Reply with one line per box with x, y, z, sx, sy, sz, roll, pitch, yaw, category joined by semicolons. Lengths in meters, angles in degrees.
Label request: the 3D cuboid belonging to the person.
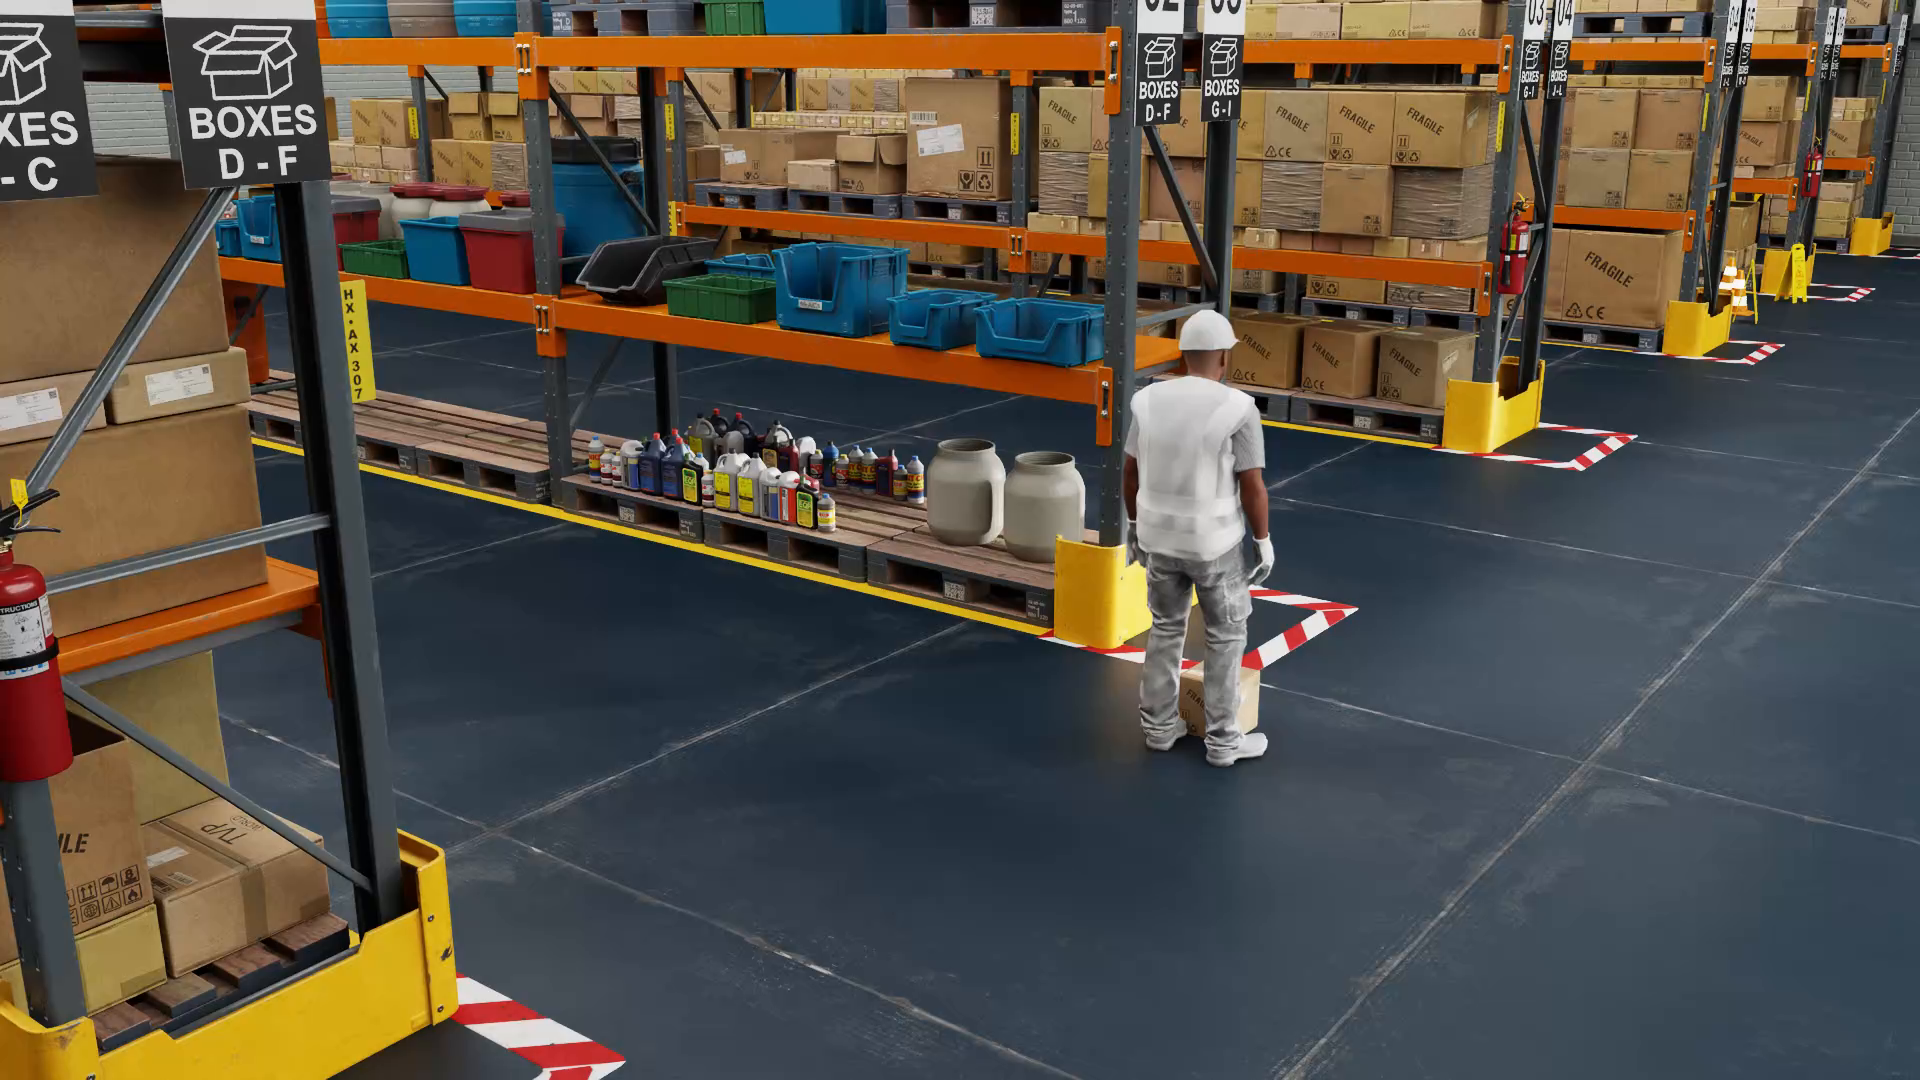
0.930;-0.010;6.548;0.629;1.775;0.445;11;20;34;person
